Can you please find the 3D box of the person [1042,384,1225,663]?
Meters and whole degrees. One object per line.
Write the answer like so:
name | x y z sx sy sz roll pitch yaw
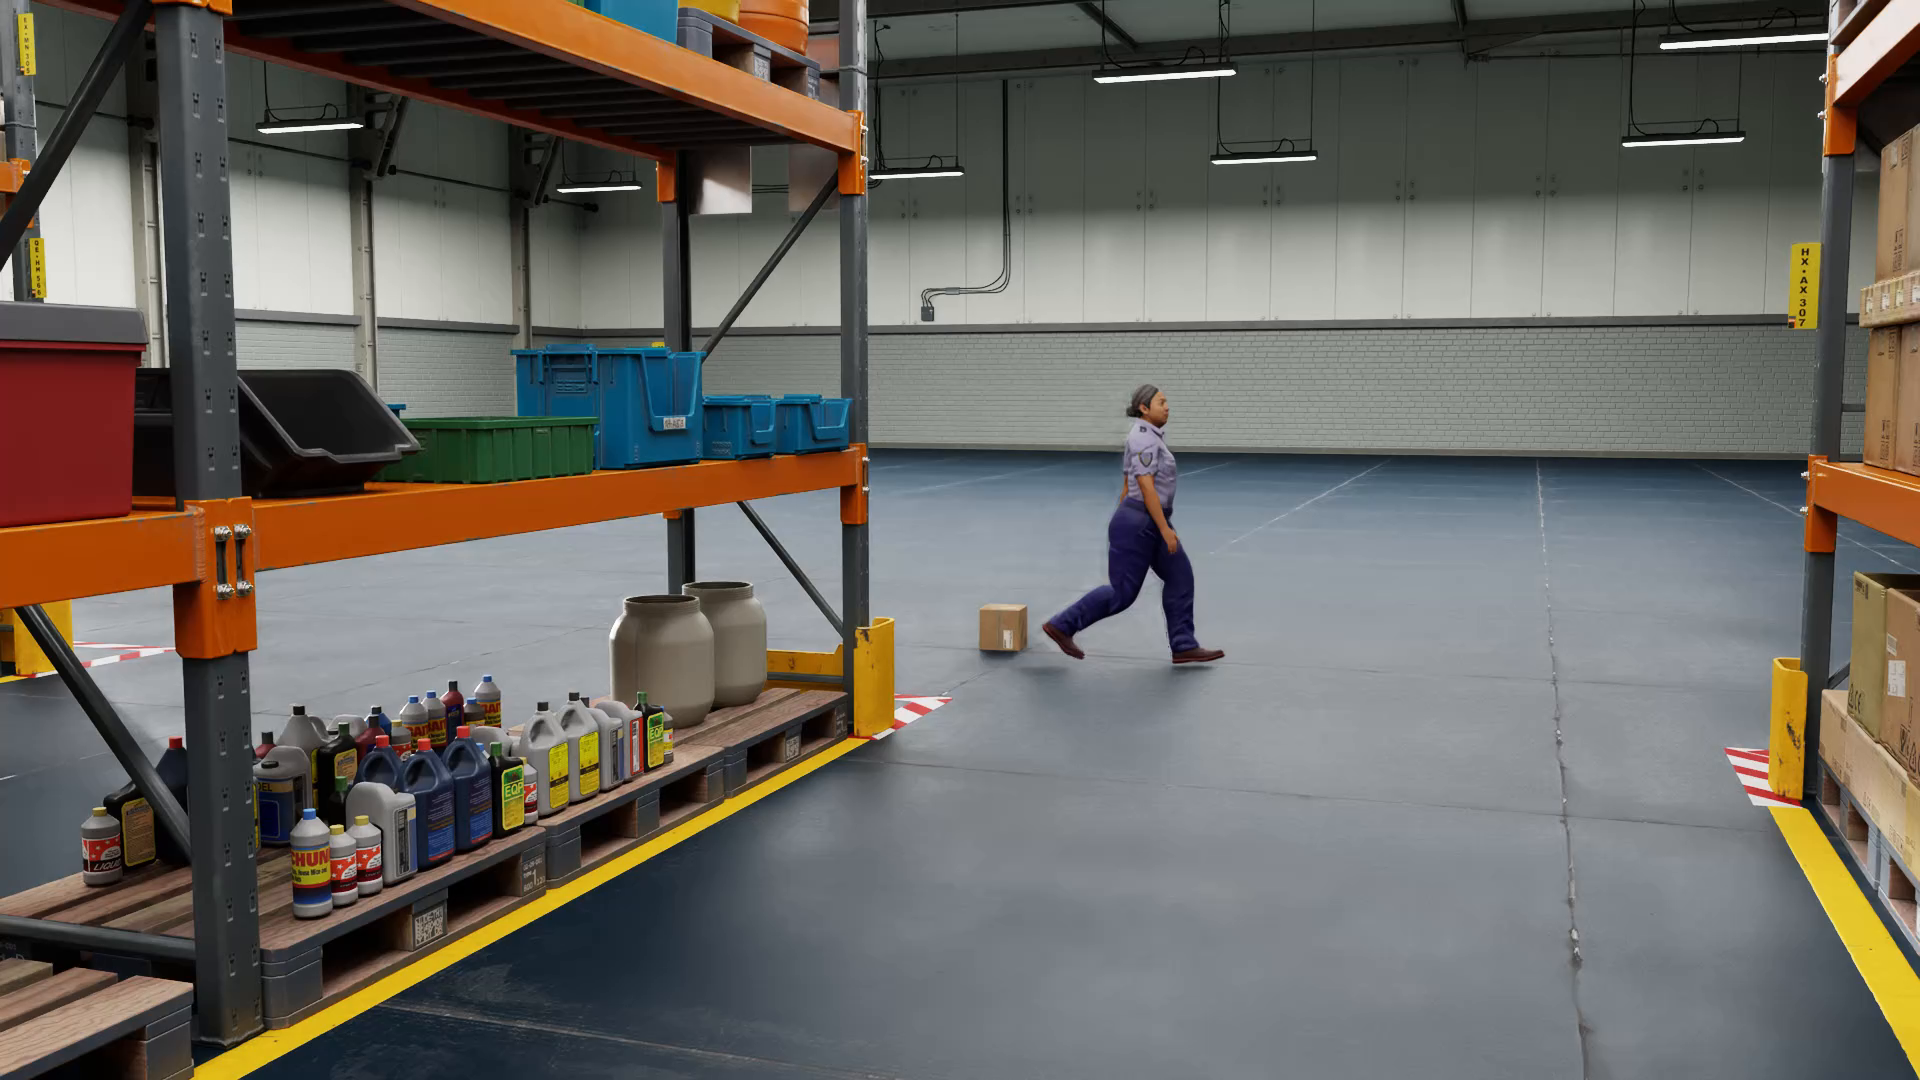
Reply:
person | 0.984 -0.078 9.369 1.015 1.573 0.516 1 5 14
